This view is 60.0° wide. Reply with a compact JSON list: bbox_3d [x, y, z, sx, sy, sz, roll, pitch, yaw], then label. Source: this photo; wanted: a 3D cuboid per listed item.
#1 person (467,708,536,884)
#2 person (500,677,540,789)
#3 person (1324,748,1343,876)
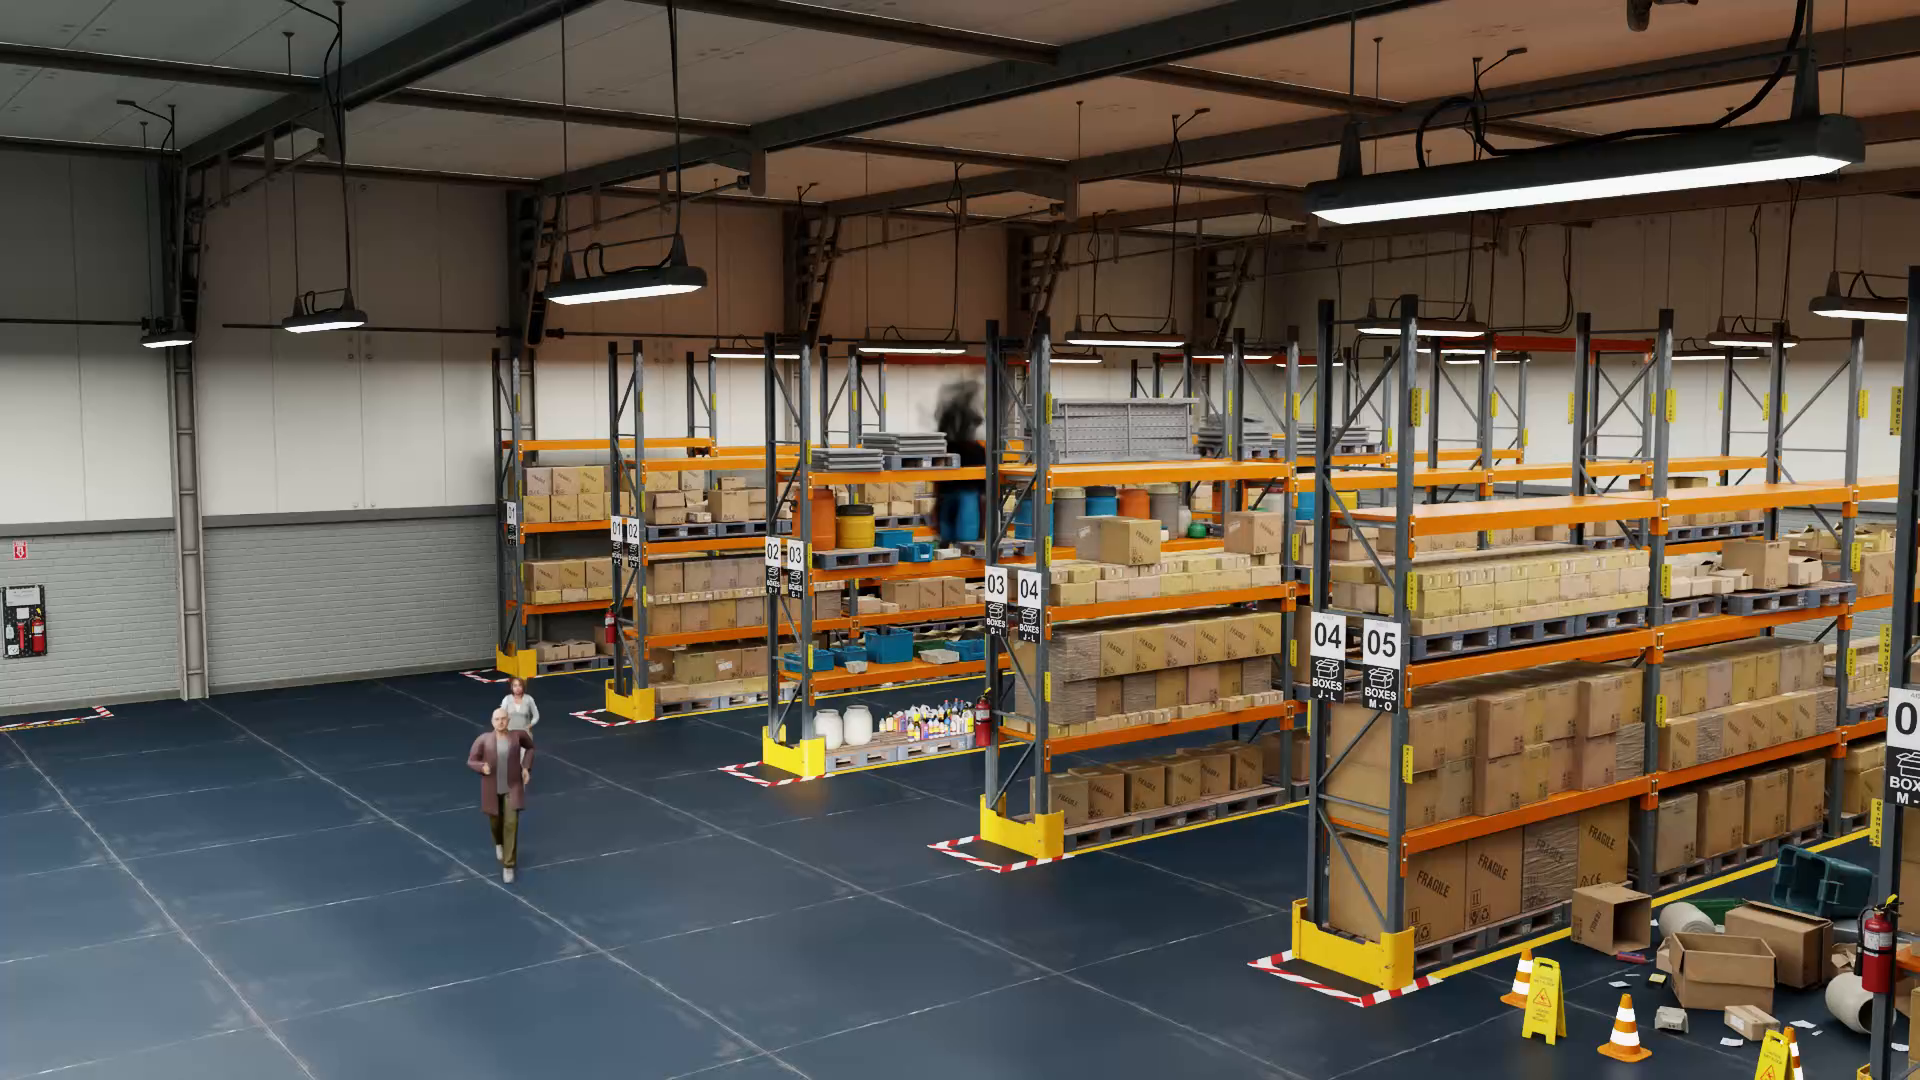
[{"bbox_3d":[-4.916,2.793,17.876,0.710,1.574,1.049,-1,5,-14],"label":"person"},{"bbox_3d":[-5.651,2.536,21.282,0.540,1.544,0.543,-1,5,-13],"label":"person"},{"bbox_3d":[4.201,2.716,18.067,0.624,1.668,0.997,5,7,44],"label":"person"}]
